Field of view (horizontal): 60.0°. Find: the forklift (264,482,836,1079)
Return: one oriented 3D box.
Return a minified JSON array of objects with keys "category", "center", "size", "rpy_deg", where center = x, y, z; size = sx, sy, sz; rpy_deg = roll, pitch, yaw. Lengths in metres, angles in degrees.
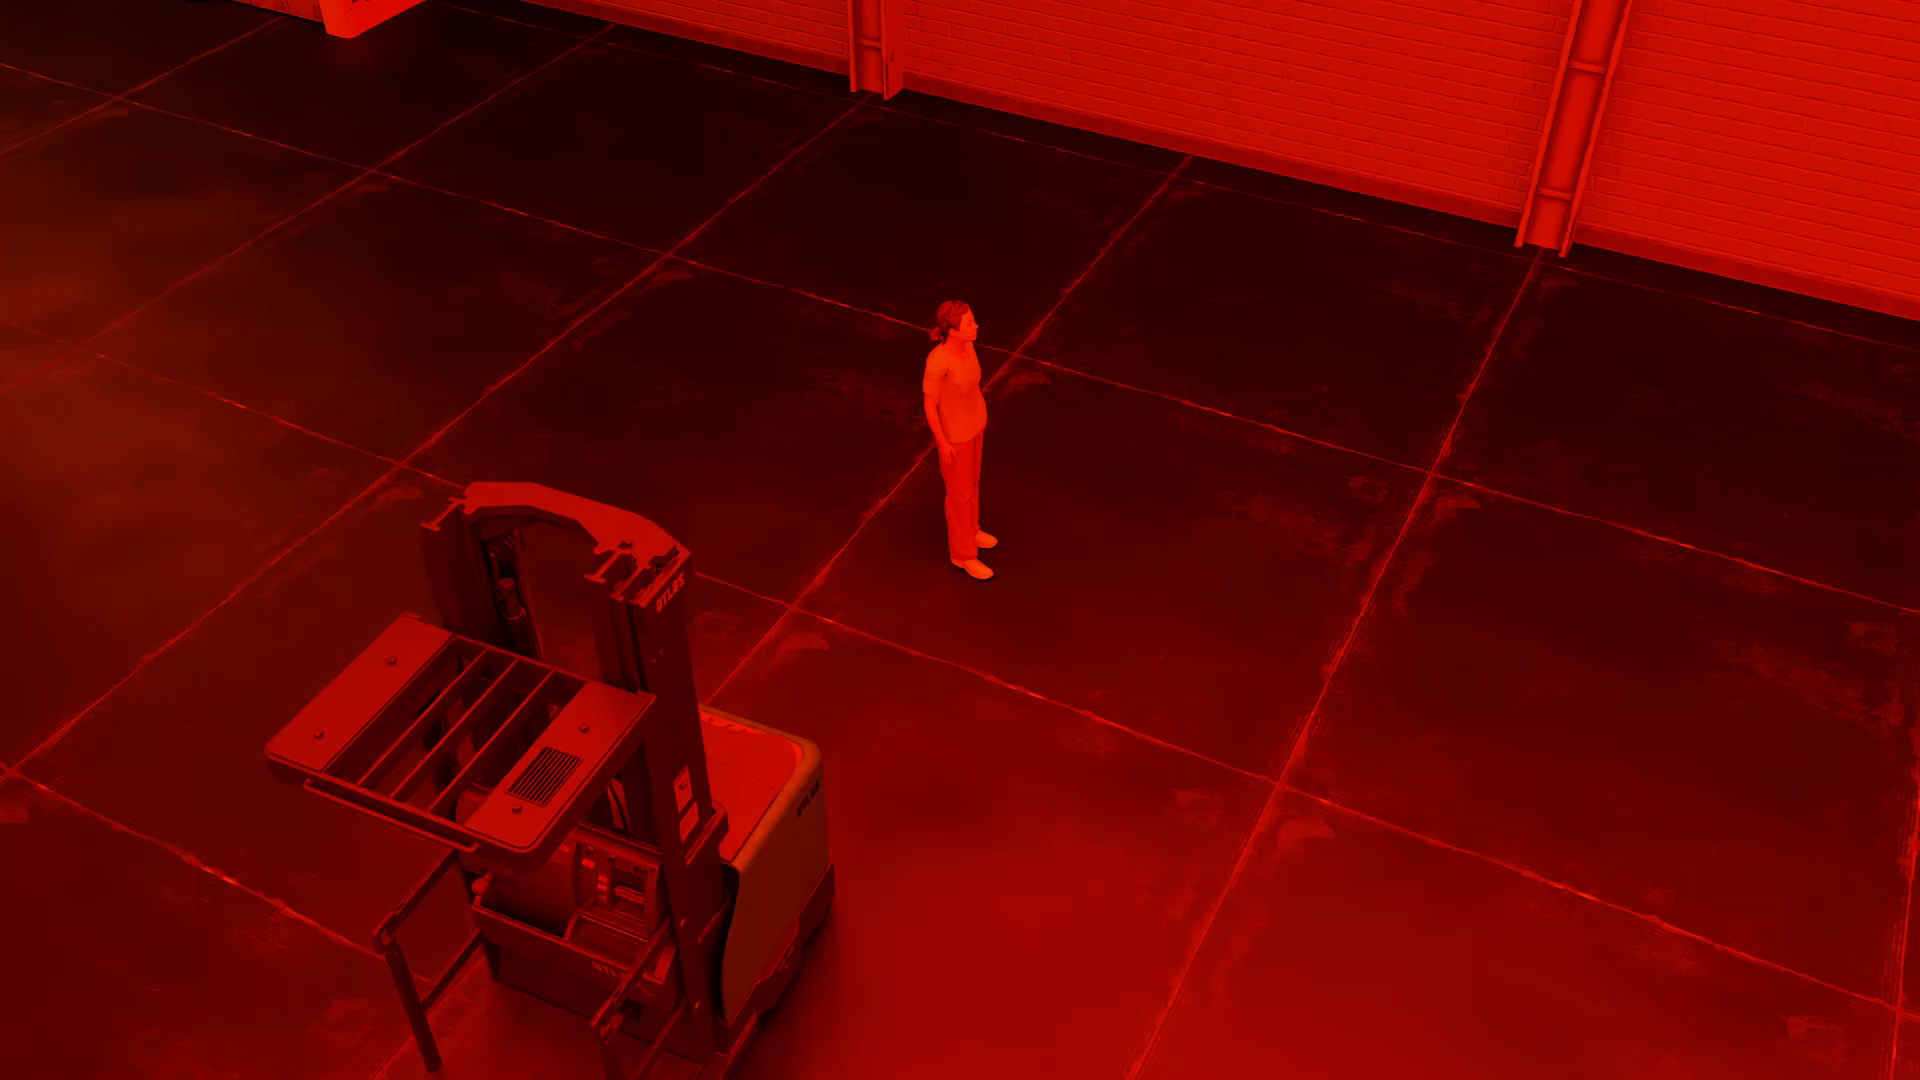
[{"category":"forklift","center":[-1.666,1.364,6.368],"size":[1.130,2.935,3.031],"rpy_deg":[16,43,18]}]

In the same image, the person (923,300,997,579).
[{"category":"person","center":[0.061,-0.618,9.683],"size":[0.548,1.673,0.553],"rpy_deg":[18,43,21]}]
